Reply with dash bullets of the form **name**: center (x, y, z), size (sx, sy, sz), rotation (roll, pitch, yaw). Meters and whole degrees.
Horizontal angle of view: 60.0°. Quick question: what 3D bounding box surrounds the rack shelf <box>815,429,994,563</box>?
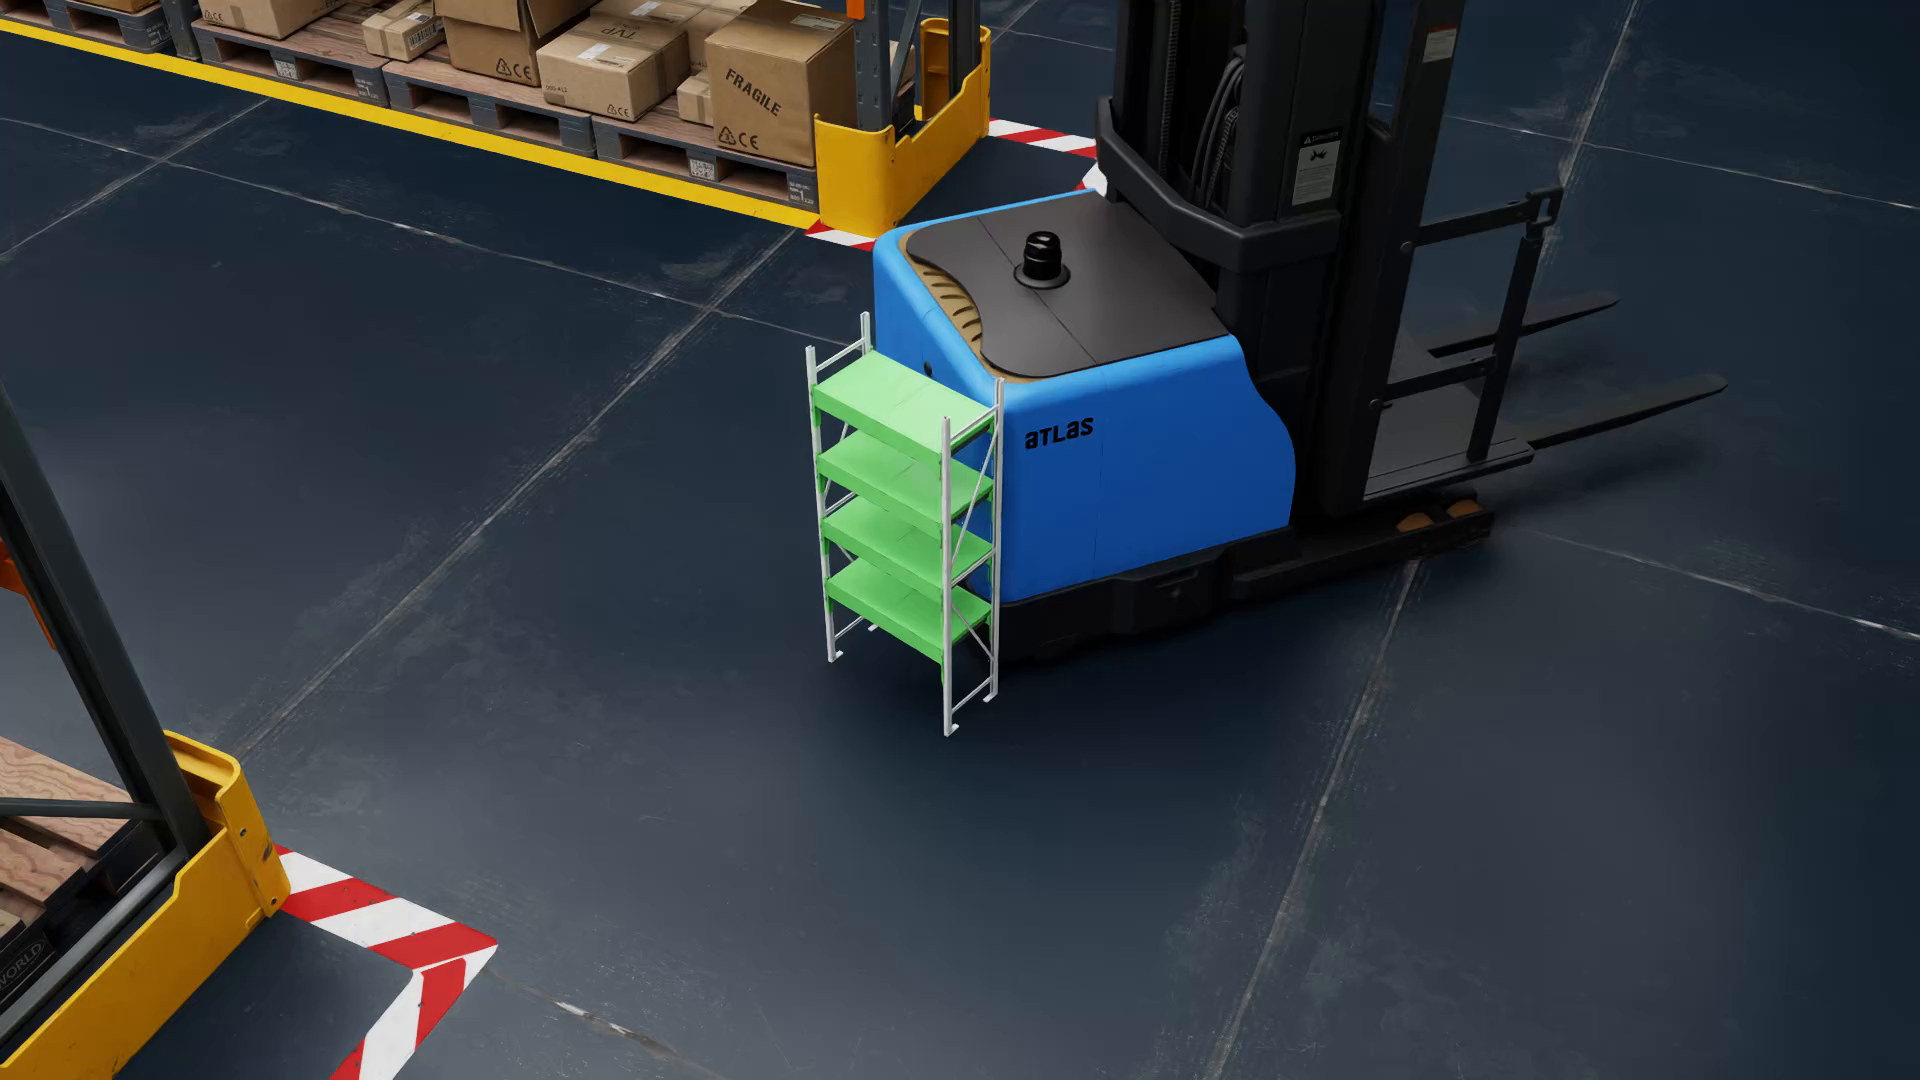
- **rack shelf**: center (-0.151, -0.154, 4.742), size (0.480, 0.148, 0.258), rotation (29, 49, 29)

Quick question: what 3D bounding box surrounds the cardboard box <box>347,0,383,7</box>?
- **cardboard box**: center (-3.159, -3.150, 8.667), size (0.500, 0.500, 0.500), rotation (17, 44, 19)

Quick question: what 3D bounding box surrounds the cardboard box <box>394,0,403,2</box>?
- **cardboard box**: center (-2.794, -2.949, 8.703), size (0.250, 0.149, 0.380), rotation (17, 44, 19)

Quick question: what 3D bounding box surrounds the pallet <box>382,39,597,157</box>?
- **pallet**: center (-2.064, -2.336, 8.285), size (1.213, 0.211, 1.003), rotation (17, 44, 19)

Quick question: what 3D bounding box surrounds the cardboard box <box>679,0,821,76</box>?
- **cardboard box**: center (-0.996, -2.395, 7.986), size (0.500, 0.250, 0.500), rotation (17, 44, 19)

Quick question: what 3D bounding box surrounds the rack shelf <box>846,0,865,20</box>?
- **rack shelf**: center (-1.983, -3.092, 7.577), size (4.000, 0.370, 1.077), rotation (17, 44, 19)

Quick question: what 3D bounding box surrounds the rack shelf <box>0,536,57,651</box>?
- **rack shelf**: center (-4.081, -0.153, 4.186), size (4.000, 0.370, 1.077), rotation (17, 44, 19)

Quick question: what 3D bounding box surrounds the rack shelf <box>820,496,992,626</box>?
- **rack shelf**: center (-0.151, 0.028, 4.900), size (0.480, 0.148, 0.258), rotation (29, 49, 29)

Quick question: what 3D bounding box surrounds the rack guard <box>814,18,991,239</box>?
- **rack guard**: center (-0.239, -1.887, 7.545), size (0.348, 0.500, 1.175), rotation (17, 44, 19)

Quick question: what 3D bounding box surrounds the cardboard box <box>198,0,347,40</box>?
- **cardboard box**: center (-3.506, -2.824, 8.434), size (0.500, 0.311, 0.500), rotation (17, 44, 19)

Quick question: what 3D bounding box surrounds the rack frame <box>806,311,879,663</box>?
- **rack frame**: center (-0.336, -0.124, 4.977), size (0.015, 1.200, 0.240), rotation (29, 49, 29)

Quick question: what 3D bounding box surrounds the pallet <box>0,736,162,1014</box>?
- **pallet**: center (-2.999, 0.931, 4.515), size (1.213, 0.211, 1.003), rotation (17, 44, 19)

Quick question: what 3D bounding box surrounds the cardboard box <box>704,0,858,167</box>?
- **cardboard box**: center (-0.767, -2.036, 7.382), size (0.500, 0.500, 0.500), rotation (17, 44, 19)

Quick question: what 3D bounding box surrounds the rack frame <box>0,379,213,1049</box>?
- **rack frame**: center (-2.268, 0.129, 3.311), size (0.127, 3.000, 1.000), rotation (17, 44, 19)

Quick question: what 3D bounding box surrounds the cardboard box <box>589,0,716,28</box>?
- **cardboard box**: center (-1.450, -2.533, 8.146), size (0.500, 0.250, 0.500), rotation (17, 44, 19)

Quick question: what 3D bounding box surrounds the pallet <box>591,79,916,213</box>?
- **pallet**: center (-0.962, -1.998, 7.894), size (1.213, 0.211, 1.003), rotation (17, 44, 19)

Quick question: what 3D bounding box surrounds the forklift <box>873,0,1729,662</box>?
- **forklift**: center (1.280, -1.340, 5.058), size (3.031, 2.935, 1.130), rotation (-15, 43, -16)

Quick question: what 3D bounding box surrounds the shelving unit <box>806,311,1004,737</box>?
- **shelving unit**: center (-0.151, -0.021, 4.858), size (0.503, 1.200, 0.258), rotation (29, 49, 29)

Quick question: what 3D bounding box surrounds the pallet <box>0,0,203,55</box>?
- **pallet**: center (-4.549, -3.067, 9.127), size (1.213, 0.211, 1.003), rotation (17, 44, 19)

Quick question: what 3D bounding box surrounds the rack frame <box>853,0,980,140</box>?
- **rack frame**: center (-0.171, -2.810, 6.702), size (0.127, 3.000, 1.000), rotation (17, 44, 19)

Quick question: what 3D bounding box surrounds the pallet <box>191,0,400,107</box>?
- **pallet**: center (-3.173, -2.673, 8.673), size (1.213, 0.211, 1.003), rotation (17, 44, 19)

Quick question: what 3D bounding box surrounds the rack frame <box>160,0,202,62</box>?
- **rack frame**: center (-3.795, -3.918, 7.980), size (0.127, 3.000, 1.000), rotation (17, 44, 19)

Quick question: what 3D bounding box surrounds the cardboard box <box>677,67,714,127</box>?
- **cardboard box**: center (-1.096, -2.076, 7.682), size (0.250, 0.166, 0.380), rotation (17, 44, 19)

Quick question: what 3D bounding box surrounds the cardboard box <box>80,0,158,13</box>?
- **cardboard box**: center (-4.364, -3.106, 8.616), size (0.500, 0.500, 0.500), rotation (17, 44, 18)

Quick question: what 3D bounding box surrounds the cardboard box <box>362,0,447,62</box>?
- **cardboard box**: center (-2.718, -2.535, 8.212), size (0.250, 0.166, 0.380), rotation (17, 44, 19)

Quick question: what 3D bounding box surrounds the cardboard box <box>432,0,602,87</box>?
- **cardboard box**: center (-2.091, -2.624, 8.057), size (0.637, 0.503, 0.797), rotation (17, 44, 19)

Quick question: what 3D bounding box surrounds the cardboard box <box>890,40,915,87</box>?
- **cardboard box**: center (-0.405, -2.219, 7.861), size (0.250, 0.149, 0.380), rotation (17, 44, 19)

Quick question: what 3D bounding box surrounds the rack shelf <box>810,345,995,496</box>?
- **rack shelf**: center (-0.151, -0.335, 4.585), size (0.480, 0.148, 0.258), rotation (29, 49, 29)

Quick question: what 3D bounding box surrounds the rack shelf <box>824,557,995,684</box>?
- **rack shelf**: center (-0.151, 0.209, 5.057), size (0.480, 0.148, 0.258), rotation (29, 49, 29)

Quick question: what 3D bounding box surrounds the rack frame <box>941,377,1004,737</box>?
- **rack frame**: center (0.035, 0.083, 4.738), size (0.015, 1.200, 0.240), rotation (29, 49, 29)

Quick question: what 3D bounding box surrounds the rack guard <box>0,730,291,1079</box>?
- **rack guard**: center (-2.241, 1.072, 4.131), size (0.348, 0.500, 1.175), rotation (17, 44, 19)

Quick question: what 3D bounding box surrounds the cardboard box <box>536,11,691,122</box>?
- **cardboard box**: center (-1.616, -2.223, 7.788), size (0.500, 0.250, 0.500), rotation (17, 44, 19)
